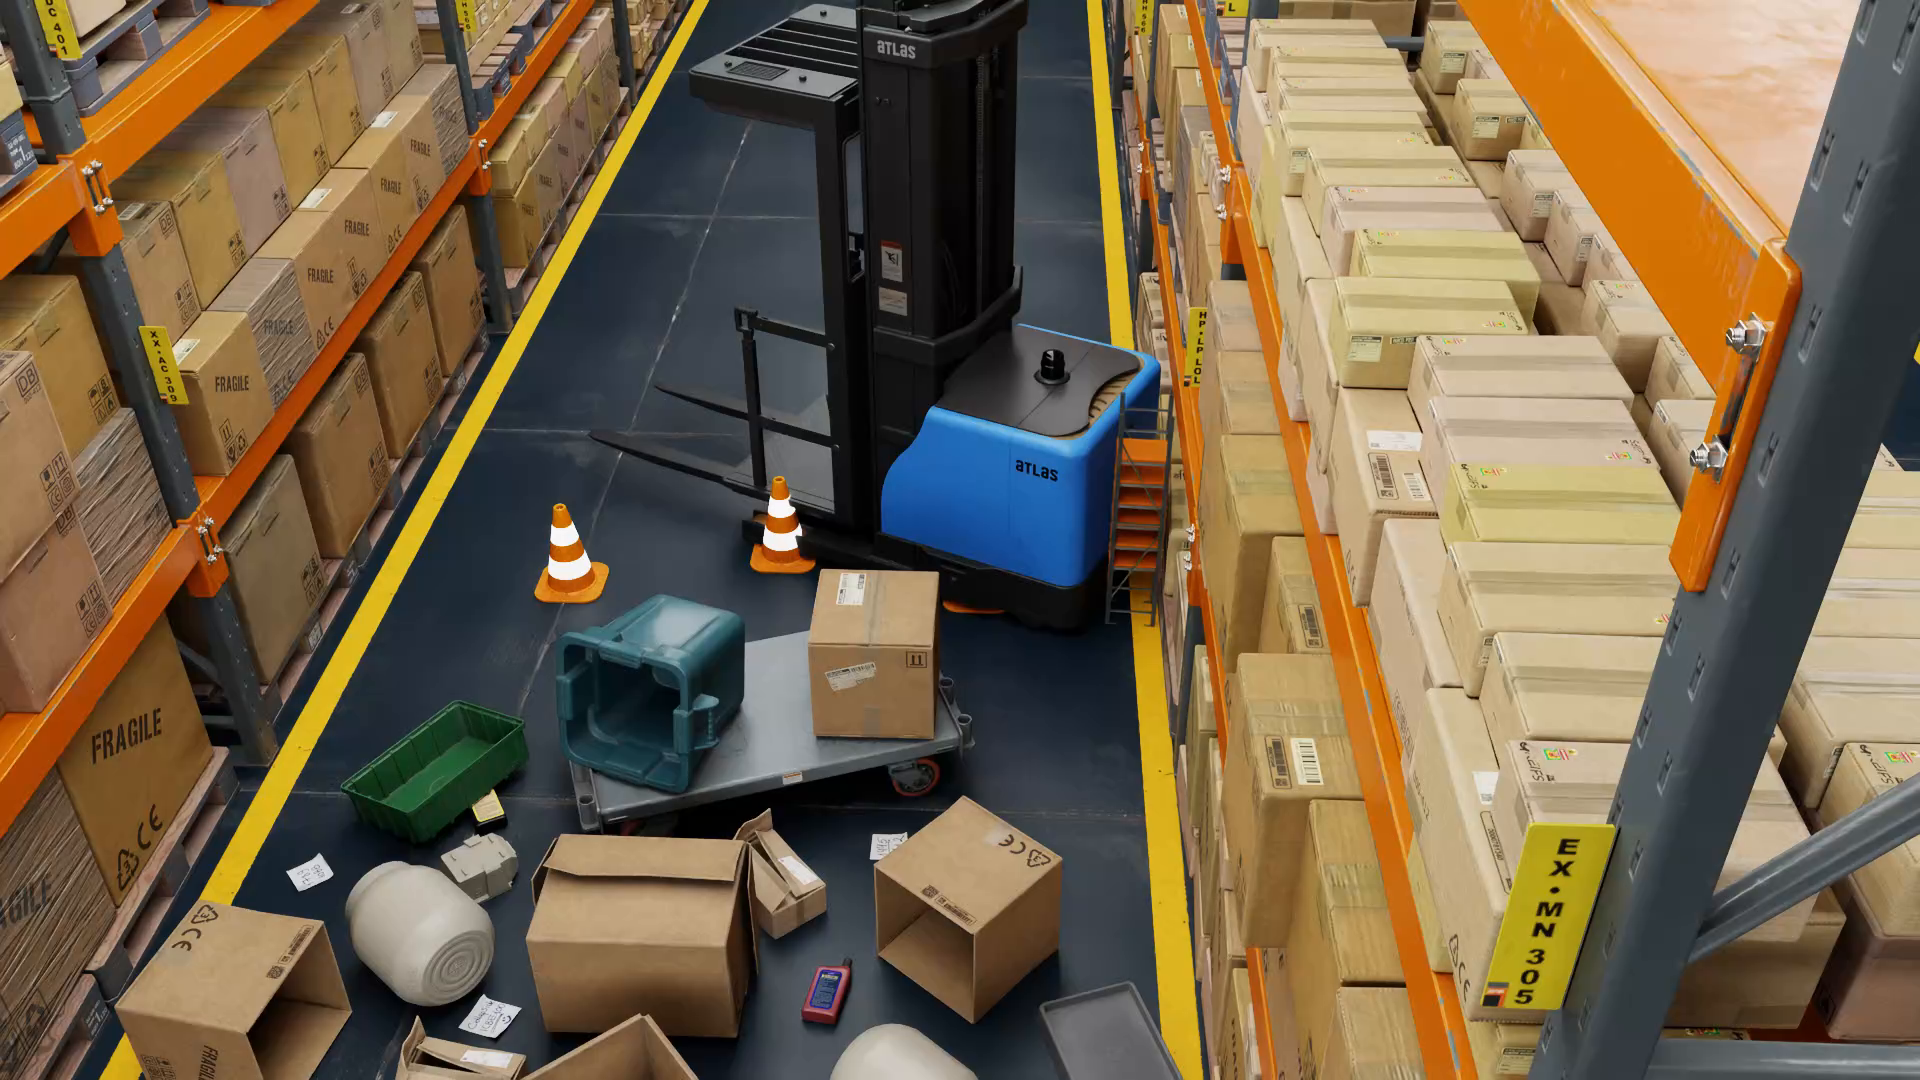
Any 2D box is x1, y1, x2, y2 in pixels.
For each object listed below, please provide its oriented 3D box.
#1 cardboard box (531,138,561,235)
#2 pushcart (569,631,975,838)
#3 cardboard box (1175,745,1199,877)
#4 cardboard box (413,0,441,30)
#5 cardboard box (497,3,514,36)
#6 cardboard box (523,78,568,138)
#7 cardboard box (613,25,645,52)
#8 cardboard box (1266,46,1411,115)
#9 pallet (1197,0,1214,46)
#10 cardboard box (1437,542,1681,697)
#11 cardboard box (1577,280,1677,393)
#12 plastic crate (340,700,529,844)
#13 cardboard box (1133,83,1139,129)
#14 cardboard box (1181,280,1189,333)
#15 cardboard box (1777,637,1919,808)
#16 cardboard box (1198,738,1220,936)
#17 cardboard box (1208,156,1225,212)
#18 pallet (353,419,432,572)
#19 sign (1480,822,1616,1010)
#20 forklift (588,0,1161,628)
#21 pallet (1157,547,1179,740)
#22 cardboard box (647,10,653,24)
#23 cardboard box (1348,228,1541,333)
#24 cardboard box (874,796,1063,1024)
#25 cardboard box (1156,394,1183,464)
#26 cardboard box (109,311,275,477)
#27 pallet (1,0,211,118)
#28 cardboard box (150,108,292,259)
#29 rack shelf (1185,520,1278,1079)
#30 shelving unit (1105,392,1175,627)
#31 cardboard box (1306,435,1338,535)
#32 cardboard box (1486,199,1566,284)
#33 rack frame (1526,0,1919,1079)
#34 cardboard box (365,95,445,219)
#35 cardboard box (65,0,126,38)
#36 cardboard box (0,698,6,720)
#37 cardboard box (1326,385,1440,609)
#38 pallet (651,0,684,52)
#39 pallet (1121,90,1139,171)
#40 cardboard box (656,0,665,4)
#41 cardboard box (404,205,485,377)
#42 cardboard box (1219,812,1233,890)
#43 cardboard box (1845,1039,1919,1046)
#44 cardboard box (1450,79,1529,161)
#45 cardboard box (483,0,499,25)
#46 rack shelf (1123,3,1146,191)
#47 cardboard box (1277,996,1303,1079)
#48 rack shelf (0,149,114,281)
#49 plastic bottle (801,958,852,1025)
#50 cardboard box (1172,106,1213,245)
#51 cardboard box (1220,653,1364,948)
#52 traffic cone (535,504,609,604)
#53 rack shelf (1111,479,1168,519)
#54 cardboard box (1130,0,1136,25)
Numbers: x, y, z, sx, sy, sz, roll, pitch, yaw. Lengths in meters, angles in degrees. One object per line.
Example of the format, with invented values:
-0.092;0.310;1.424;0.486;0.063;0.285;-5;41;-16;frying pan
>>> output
-3.056;-2.410;11.325;0.500;0.500;0.500;2;35;2;cardboard box
-0.847;0.832;7.184;1.648;0.377;0.936;-10;36;-14;pushcart
1.140;1.069;6.592;0.500;0.250;0.500;0;35;0;cardboard box
-3.144;-3.148;9.901;0.380;0.149;0.250;1;35;2;cardboard box
-3.106;-3.357;10.717;0.380;0.149;0.250;3;35;4;cardboard box
-3.033;-2.993;11.503;0.500;0.250;0.500;2;35;2;cardboard box
-2.861;-4.198;13.915;0.380;0.149;0.250;3;35;4;cardboard box
1.113;-1.344;4.916;0.380;0.149;0.250;2;35;3;cardboard box
1.603;-2.316;6.937;1.213;0.211;1.003;1;35;2;pallet
1.032;0.135;2.811;0.380;0.149;0.250;1;35;1;cardboard box
1.583;-0.443;3.633;0.380;0.149;0.250;2;35;3;cardboard box
-2.215;0.984;7.083;0.450;0.188;0.662;11;35;32;plastic crate
1.810;-3.758;12.917;0.875;0.875;0.875;2;35;3;cardboard box
1.188;-1.035;7.412;0.380;0.149;0.250;2;35;2;cardboard box
1.485;0.286;2.597;0.380;0.149;0.250;1;35;2;cardboard box
1.130;1.070;5.939;0.500;0.500;0.500;3;35;4;cardboard box
1.241;-1.484;6.923;0.380;0.149;0.250;0;35;1;cardboard box
-3.515;-0.280;8.911;1.003;0.211;1.213;1;35;2;pallet
0.719;0.467;2.044;0.100;0.325;0.005;1;35;2;sign
-0.552;-1.365;8.089;3.031;2.935;1.130;17;38;22;forklift
1.463;0.476;7.834;1.003;0.211;1.213;1;35;2;pallet
-2.955;-4.676;14.855;0.380;0.149;0.250;0;35;0;cardboard box
1.115;-0.599;3.856;0.380;0.149;0.250;2;35;3;cardboard box
0.031;1.389;6.283;0.500;0.500;0.500;28;44;33;cardboard box
1.504;-0.428;8.616;0.950;0.372;0.625;2;35;3;cardboard box
-3.227;-0.610;6.868;0.500;0.500;0.500;2;35;2;cardboard box
-3.529;-1.950;6.420;0.805;0.209;1.217;0;35;0;pallet
-3.463;-1.595;7.400;0.700;0.500;0.500;2;35;2;cardboard box
1.353;1.226;4.968;1.077;0.370;4.000;1;35;2;rack shelf
0.838;-0.124;7.818;0.258;1.200;0.189;3;36;4;shelving unit
1.025;-0.138;3.894;0.380;0.149;0.250;1;35;1;cardboard box
1.631;-0.662;4.292;0.500;0.250;0.500;1;35;1;cardboard box
1.276;-0.373;1.401;0.949;2.616;0.053;1;35;2;rack frame
-3.127;-2.061;8.933;0.500;0.500;0.500;1;35;2;cardboard box
-3.243;-1.999;5.988;0.258;0.266;0.396;1;35;1;cardboard box
-3.658;0.502;5.243;0.875;0.550;0.550;1;35;2;cardboard box
1.062;-0.094;3.484;0.500;0.250;0.500;2;35;3;cardboard box
-3.157;-4.818;15.368;1.003;0.211;1.213;1;35;2;pallet
1.799;-3.227;13.104;1.003;0.211;1.213;1;35;2;pallet
-2.845;-4.942;14.974;0.380;0.149;0.250;1;35;2;cardboard box
-3.470;-1.475;9.777;1.050;0.750;0.750;1;35;1;cardboard box
1.048;1.017;5.450;0.380;0.149;0.250;3;35;5;cardboard box
1.611;0.773;2.596;0.380;0.149;0.250;1;35;2;cardboard box
1.605;-1.182;4.685;0.380;0.149;0.250;2;35;3;cardboard box
-3.120;-3.345;10.441;0.380;0.149;0.250;0;35;0;cardboard box
1.675;-3.370;11.508;1.077;0.370;4.000;1;35;2;rack shelf
1.044;1.313;3.874;0.500;0.500;0.500;1;35;2;cardboard box
-3.597;-0.057;4.185;1.077;0.370;4.000;1;35;2;rack shelf
-0.492;1.683;6.248;0.133;0.061;0.283;7;36;10;plastic bottle
1.288;-1.705;7.802;0.500;0.500;0.500;0;35;0;cardboard box
1.021;0.625;3.983;0.700;0.500;0.500;1;35;1;cardboard box
-1.954;0.029;8.252;0.336;0.463;0.334;1;35;2;traffic cone
0.839;-0.185;7.773;0.258;0.103;0.180;3;36;4;rack shelf
1.377;-3.532;10.808;0.500;0.250;0.500;0;35;1;cardboard box
